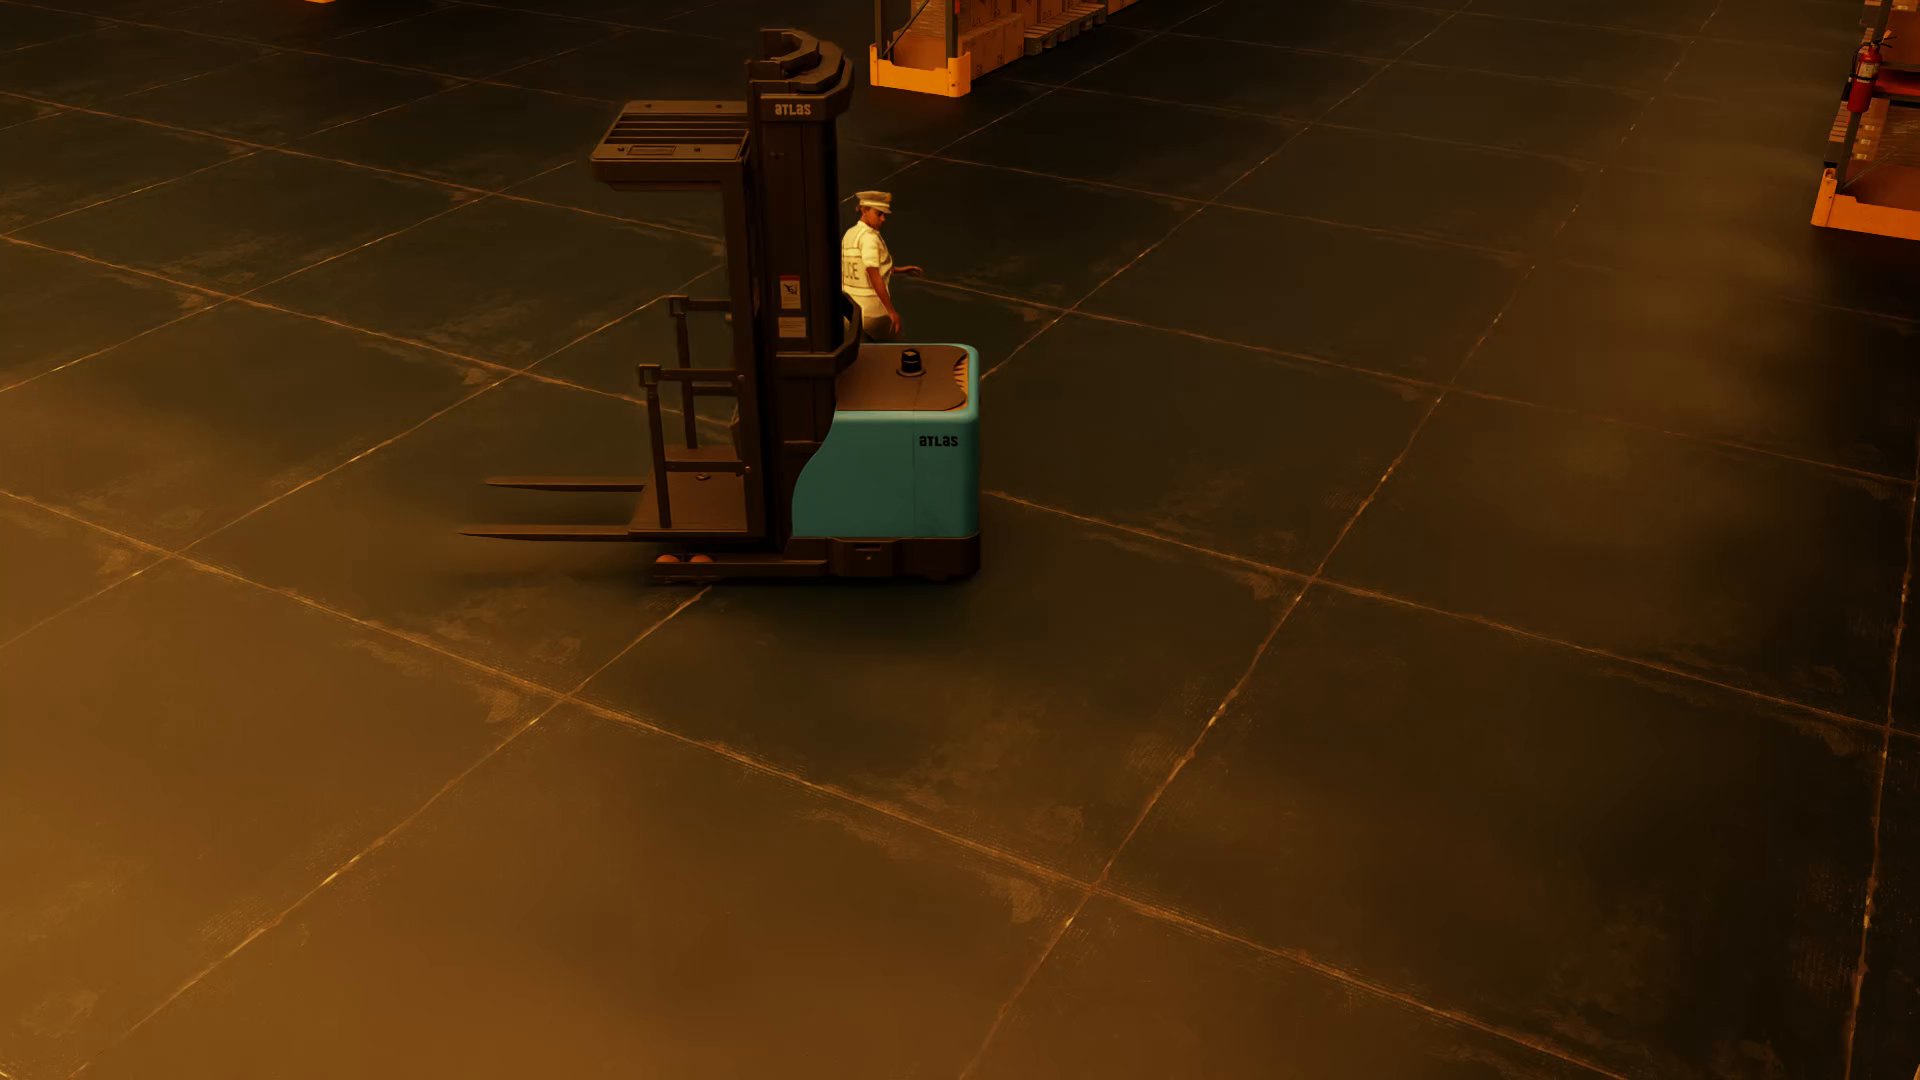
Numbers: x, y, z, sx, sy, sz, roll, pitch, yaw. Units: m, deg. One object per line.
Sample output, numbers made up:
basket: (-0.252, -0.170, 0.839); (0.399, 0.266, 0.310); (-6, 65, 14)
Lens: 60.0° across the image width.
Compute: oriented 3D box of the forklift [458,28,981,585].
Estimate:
forklift: (-1.393, -1.277, 9.284); (3.031, 2.935, 1.130); (0, 30, 1)

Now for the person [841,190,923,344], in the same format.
person: (-0.486, -1.583, 11.230); (0.725, 1.562, 0.794); (26, 39, 37)
